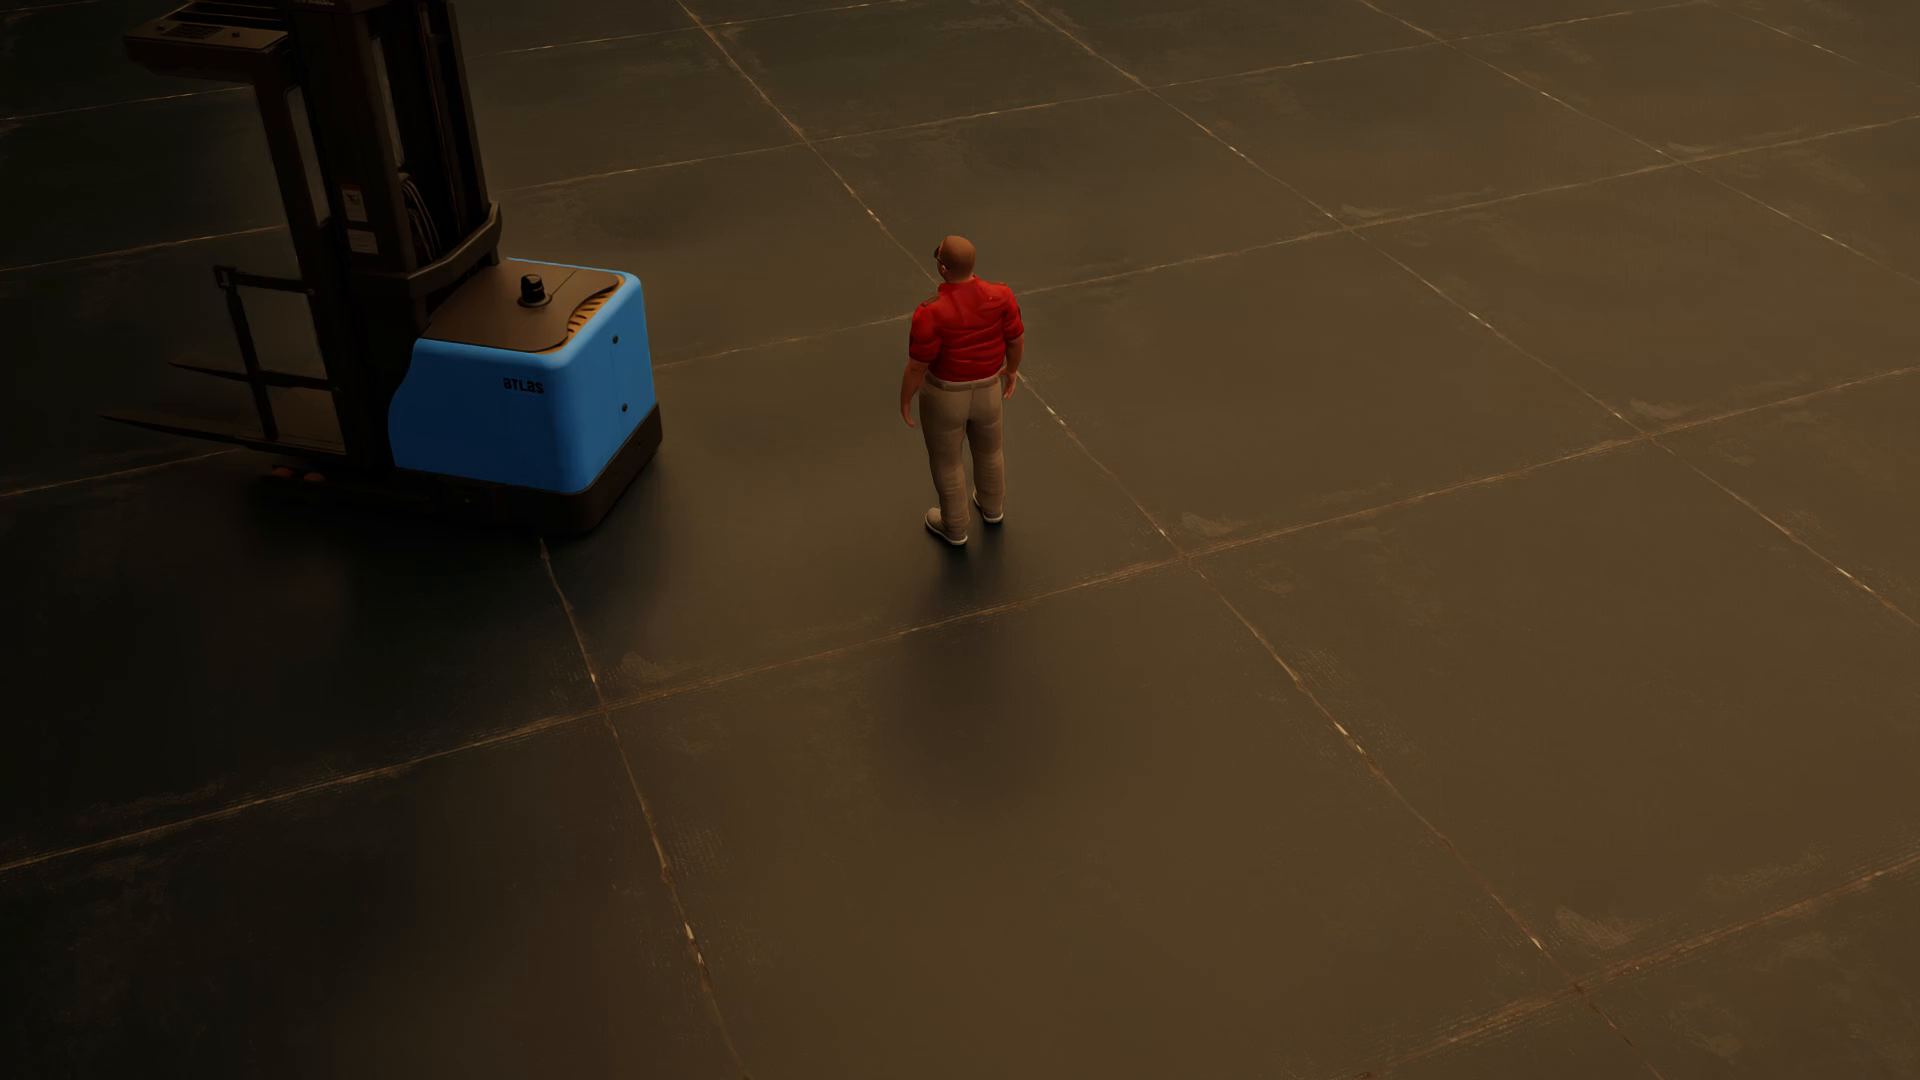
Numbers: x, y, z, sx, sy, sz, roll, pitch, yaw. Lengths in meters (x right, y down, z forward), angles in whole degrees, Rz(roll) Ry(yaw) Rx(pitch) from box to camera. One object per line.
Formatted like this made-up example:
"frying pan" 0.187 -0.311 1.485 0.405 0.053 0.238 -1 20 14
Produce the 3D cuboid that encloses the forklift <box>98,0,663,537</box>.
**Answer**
"forklift" -3.237 -1.674 8.453 3.031 2.935 1.130 9 36 12

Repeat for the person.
"person" -0.024 -0.761 8.194 0.640 1.727 0.551 -14 38 -19
